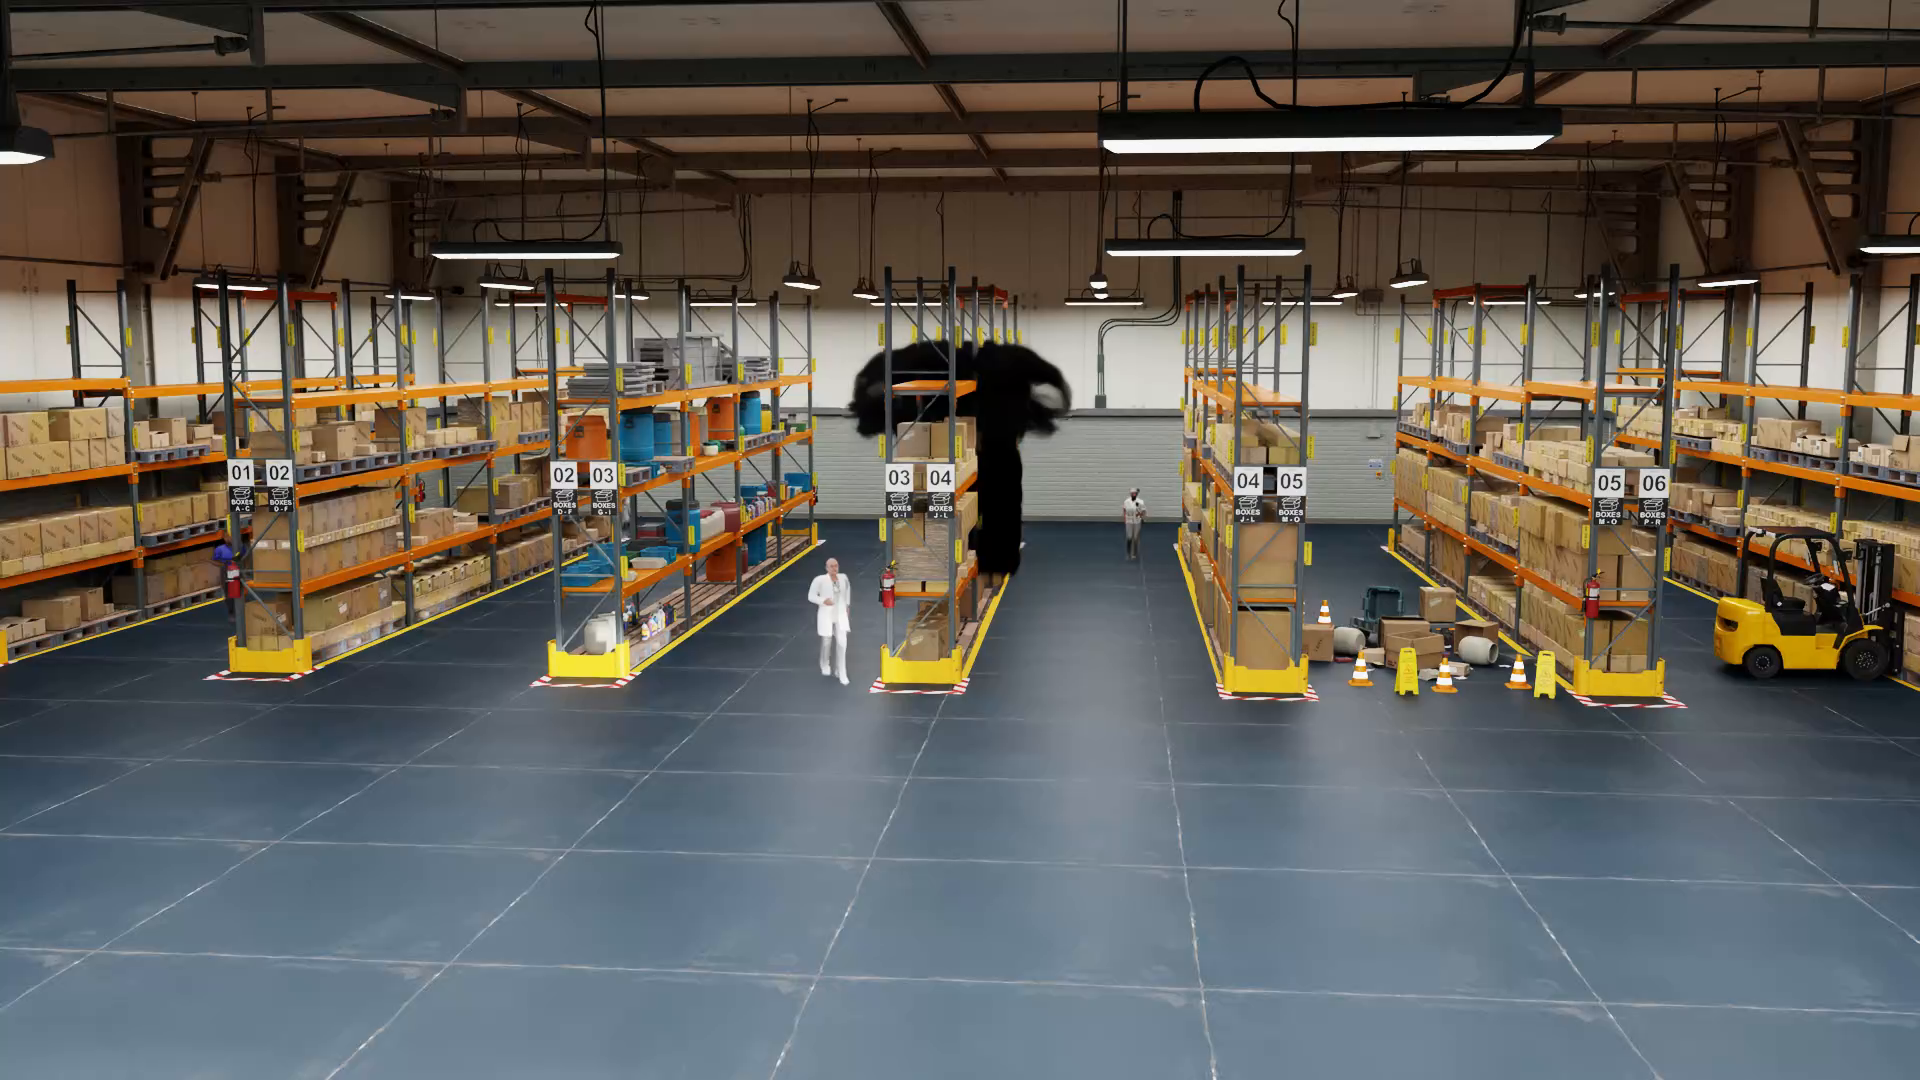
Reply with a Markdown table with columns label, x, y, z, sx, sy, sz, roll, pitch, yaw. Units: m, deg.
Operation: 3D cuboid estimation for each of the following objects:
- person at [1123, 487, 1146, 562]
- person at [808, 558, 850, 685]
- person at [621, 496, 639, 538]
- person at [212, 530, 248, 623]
| label | x | y | z | sx | sy | sz | roll | pitch | yaw |
| --- | --- | --- | --- | --- | --- | --- | --- | --- | --- |
| person | 3.898 | -0.346 | 37.278 | 0.550 | 1.715 | 0.667 | 1 | 7 | 11 |
| person | -1.901 | 1.176 | 24.373 | 0.688 | 1.843 | 0.873 | -2 | 7 | -17 |
| person | -8.365 | -0.921 | 41.739 | 0.535 | 1.727 | 0.725 | 3 | 8 | 26 |
| person | -12.676 | 0.673 | 28.908 | 0.569 | 1.704 | 0.788 | -3 | 7 | -20 |
